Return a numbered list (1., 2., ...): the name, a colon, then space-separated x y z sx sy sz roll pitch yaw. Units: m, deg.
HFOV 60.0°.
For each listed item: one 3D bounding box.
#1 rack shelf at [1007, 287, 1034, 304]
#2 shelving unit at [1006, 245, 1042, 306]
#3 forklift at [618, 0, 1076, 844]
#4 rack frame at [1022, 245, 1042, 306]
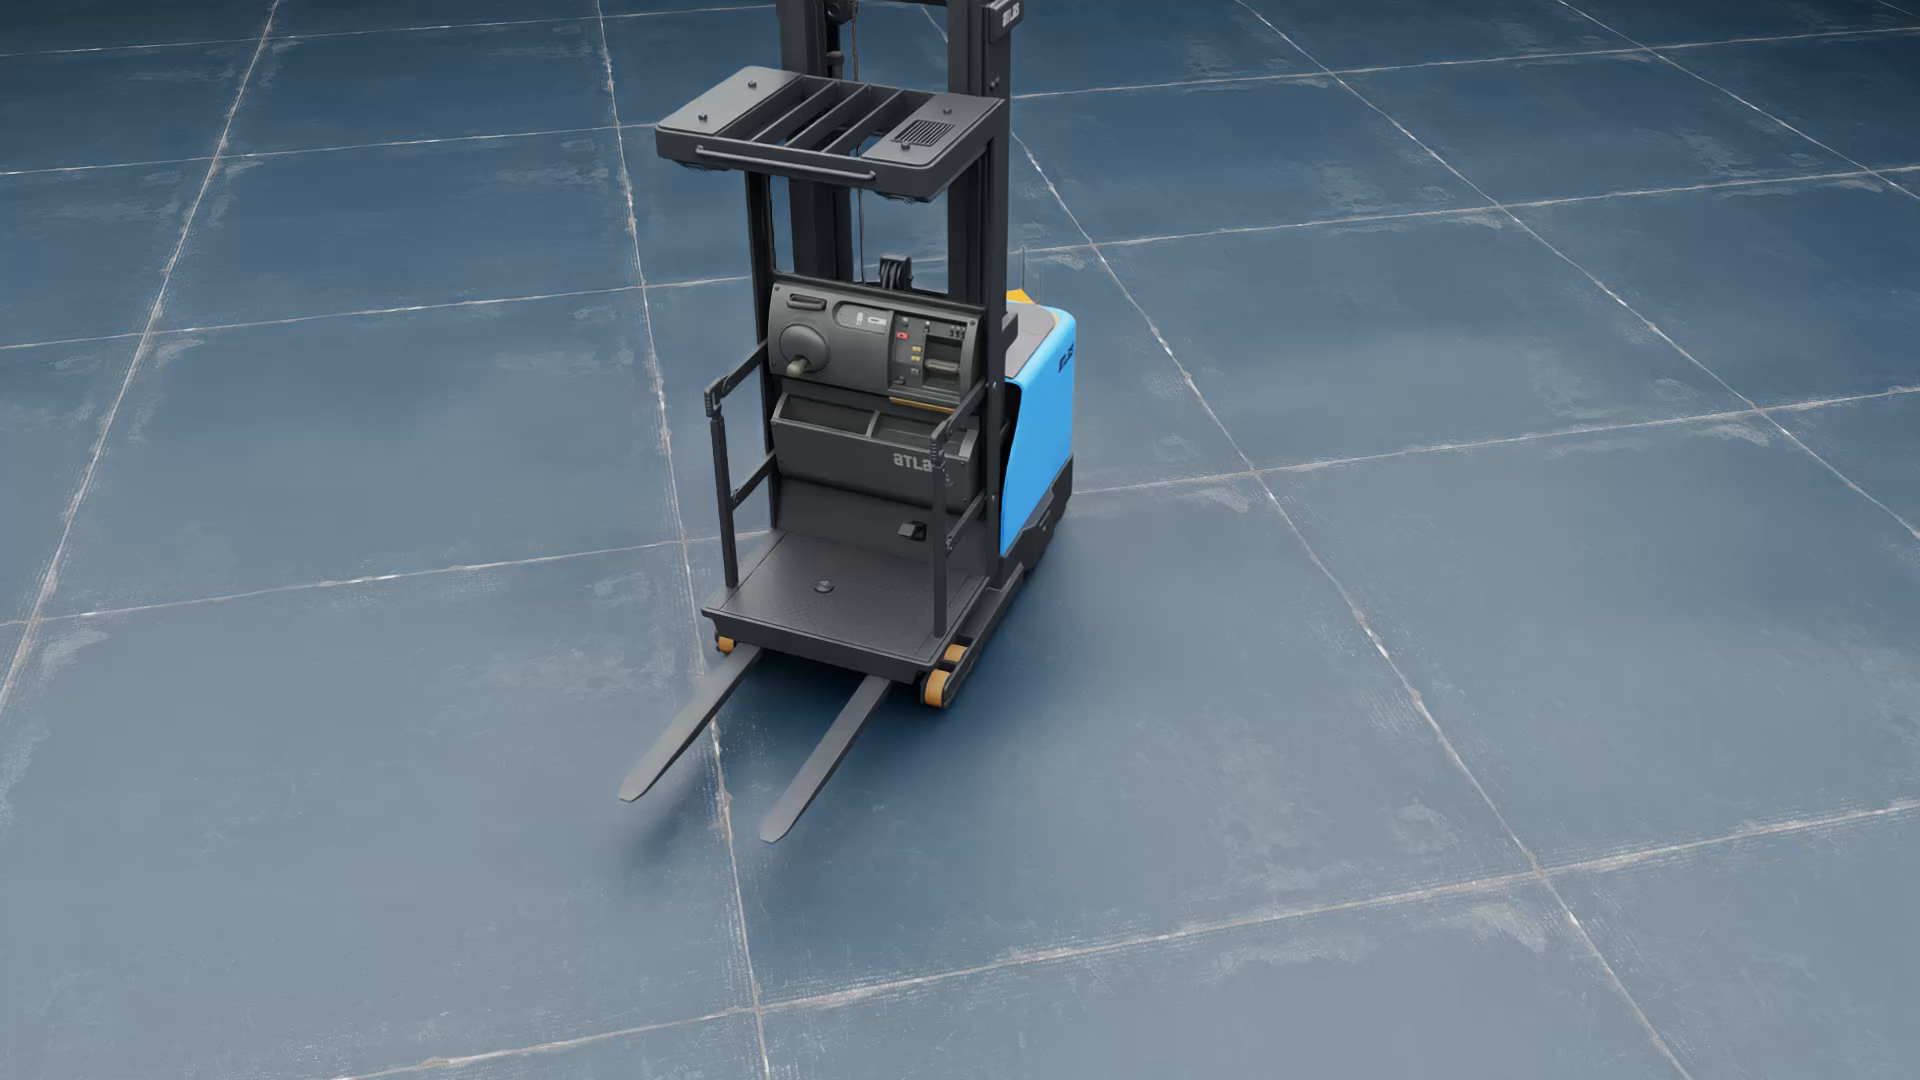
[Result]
1. rack shelf: 0.270 -1.154 8.327 0.180 0.103 0.258 -12 36 -17
2. shelving unit: 0.270 -0.892 8.503 0.189 1.200 0.258 -12 36 -17
3. forklift: -0.445 -0.759 6.751 1.130 2.935 3.031 12 36 18
4. rack frame: 0.356 -0.910 8.529 0.006 1.200 0.240 -12 36 -17
